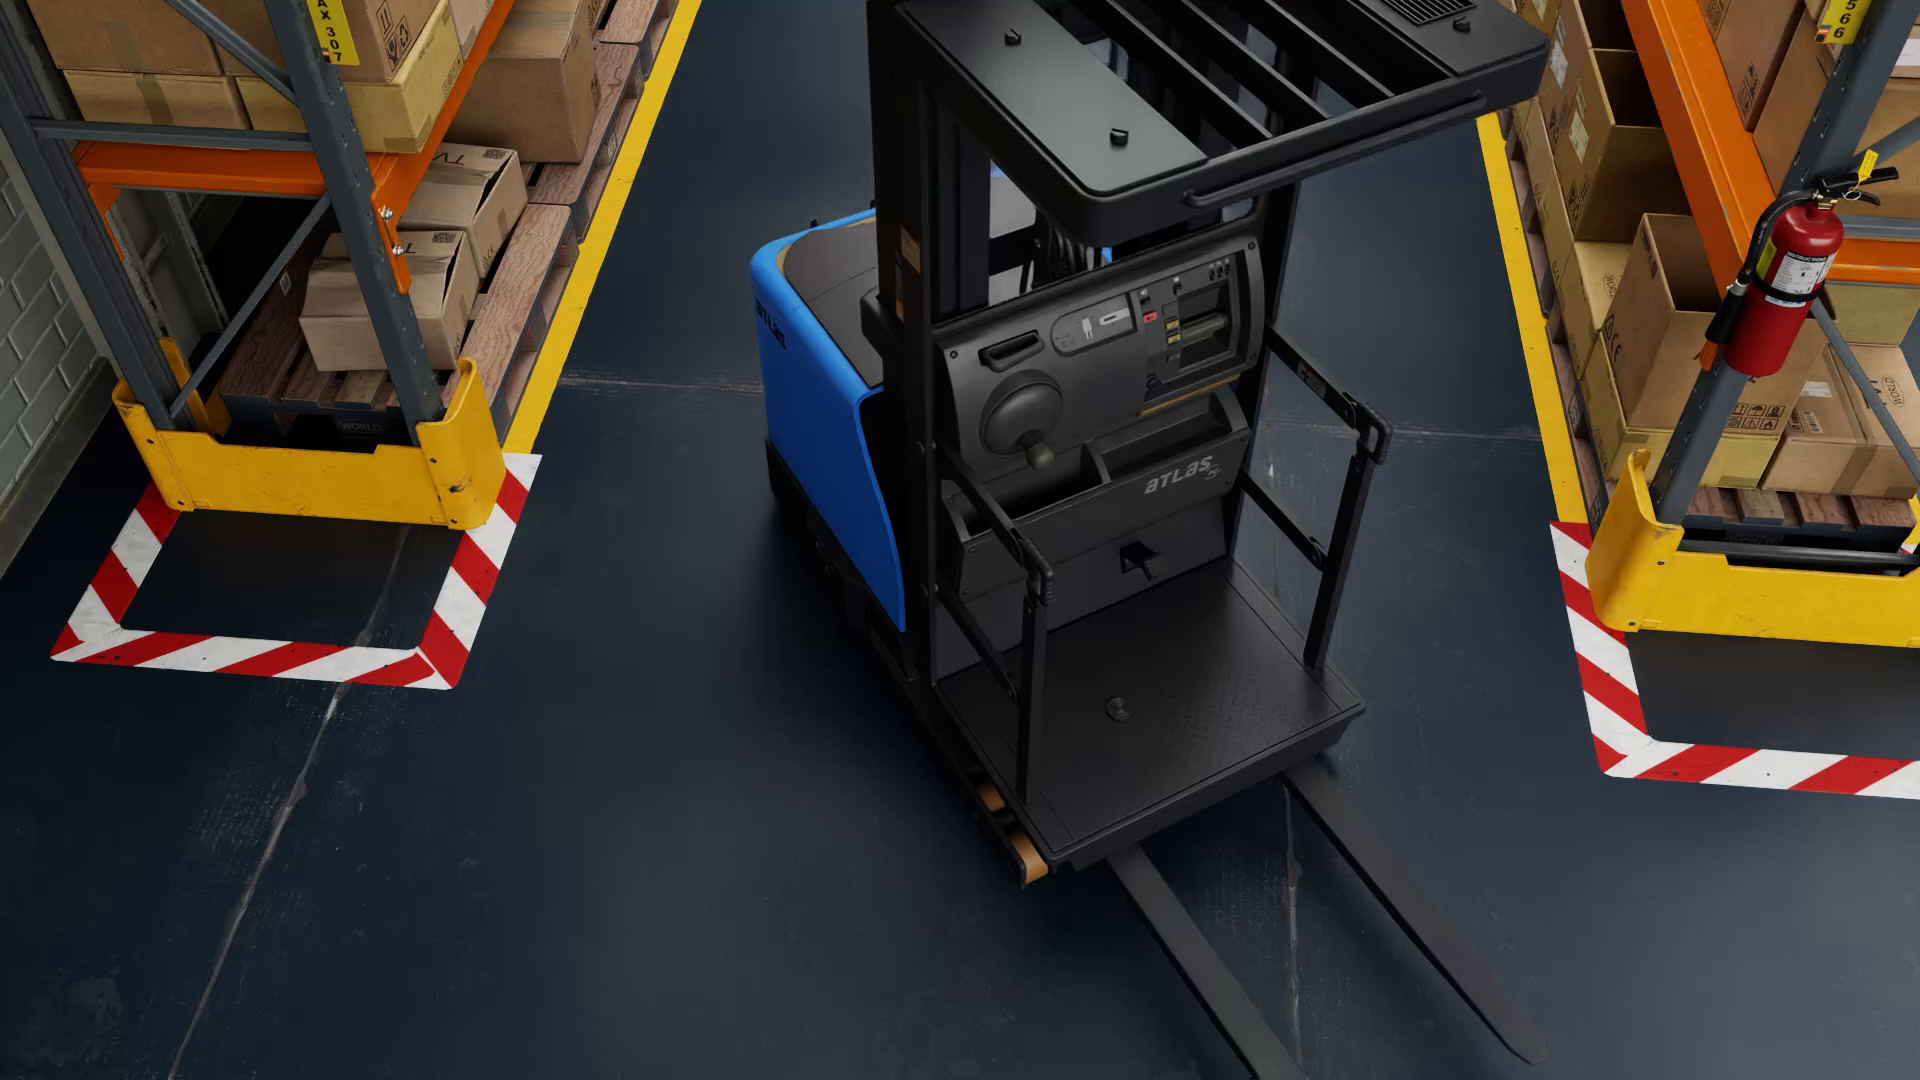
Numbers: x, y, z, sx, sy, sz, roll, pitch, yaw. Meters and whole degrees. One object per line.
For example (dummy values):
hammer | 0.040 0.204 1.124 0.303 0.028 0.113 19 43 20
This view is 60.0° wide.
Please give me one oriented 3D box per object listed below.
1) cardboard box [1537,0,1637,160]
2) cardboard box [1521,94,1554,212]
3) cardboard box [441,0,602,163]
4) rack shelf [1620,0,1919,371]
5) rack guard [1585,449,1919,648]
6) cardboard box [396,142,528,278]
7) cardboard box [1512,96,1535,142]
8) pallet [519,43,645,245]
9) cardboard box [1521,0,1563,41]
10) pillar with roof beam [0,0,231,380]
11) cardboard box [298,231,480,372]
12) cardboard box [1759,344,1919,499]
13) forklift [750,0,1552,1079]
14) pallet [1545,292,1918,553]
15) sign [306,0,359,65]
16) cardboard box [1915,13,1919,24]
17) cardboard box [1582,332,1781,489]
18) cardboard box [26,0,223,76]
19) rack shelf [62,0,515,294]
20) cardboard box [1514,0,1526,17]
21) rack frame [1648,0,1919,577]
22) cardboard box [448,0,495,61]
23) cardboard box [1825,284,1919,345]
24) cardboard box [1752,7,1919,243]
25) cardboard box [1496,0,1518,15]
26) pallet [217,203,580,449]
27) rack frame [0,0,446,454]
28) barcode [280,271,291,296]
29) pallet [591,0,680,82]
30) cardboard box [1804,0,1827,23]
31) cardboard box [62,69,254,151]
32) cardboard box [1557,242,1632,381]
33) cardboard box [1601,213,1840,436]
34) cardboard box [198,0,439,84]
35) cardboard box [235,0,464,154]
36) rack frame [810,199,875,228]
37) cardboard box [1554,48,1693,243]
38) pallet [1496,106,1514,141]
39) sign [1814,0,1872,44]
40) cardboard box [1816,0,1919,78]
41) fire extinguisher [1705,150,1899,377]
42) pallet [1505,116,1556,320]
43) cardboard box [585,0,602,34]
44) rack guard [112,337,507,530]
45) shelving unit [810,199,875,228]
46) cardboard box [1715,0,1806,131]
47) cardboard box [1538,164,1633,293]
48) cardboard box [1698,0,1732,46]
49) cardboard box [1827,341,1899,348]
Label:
cardboard box | 2.581 -1.807 6.441 0.500 0.500 0.500 4 48 4
cardboard box | 2.585 -1.554 6.717 0.500 0.250 0.500 4 48 4
cardboard box | -1.907 -1.916 6.865 0.700 0.500 0.500 1 48 1
rack shelf | 2.887 -2.050 6.080 1.077 0.370 4.000 4 48 4
rack guard | 2.703 0.038 5.377 1.175 0.500 0.348 4 48 4
cardboard box | -2.024 -1.316 6.445 0.500 0.311 0.500 7 48 7
cardboard box | 2.624 -1.922 7.054 0.500 0.250 0.500 4 48 4
pallet | -1.998 -1.757 7.214 1.003 0.211 1.213 4 48 4
cardboard box | 2.625 -2.175 6.777 0.500 0.500 0.500 4 48 4
pillar with roof beam | 1.261 -3.462 2.818 9.100 9.000 0.400 4 48 4
cardboard box | -2.076 -0.897 6.062 0.500 0.311 0.500 -1 48 -1
cardboard box | 2.976 -0.416 5.677 0.500 0.250 0.500 4 48 4
forklift | 0.486 -0.383 4.114 1.130 2.935 3.031 -22 51 -19
pallet | 2.733 -0.447 6.016 1.003 0.211 1.213 4 48 4
sign | -1.688 -1.410 4.420 0.100 0.325 0.005 4 48 4
cardboard box | 2.765 -1.676 4.303 0.700 0.500 0.500 4 48 4
cardboard box | 2.460 -0.451 5.709 0.500 0.250 0.500 4 48 4
cardboard box | -2.397 -1.724 4.874 0.500 0.500 0.500 3 48 3
rack shelf | -2.046 -2.381 6.382 1.077 0.370 4.000 4 48 4
cardboard box | 2.678 -2.542 7.113 0.500 0.500 0.500 4 48 4
rack frame | 2.705 -0.823 4.470 1.000 3.000 0.127 4 48 4
cardboard box | -1.835 -1.830 5.479 0.500 0.250 0.500 3 48 2
cardboard box | 3.019 -1.037 5.736 0.500 0.500 0.500 4 48 4
cardboard box | 2.760 -1.199 4.746 0.700 0.500 0.500 4 48 4
cardboard box | 2.675 -2.289 7.390 0.500 0.250 0.500 4 48 4
pallet | -2.112 -0.863 6.396 1.003 0.211 1.213 4 48 4
rack frame | -2.228 -1.154 4.772 1.000 3.000 0.127 4 48 4
barcode | -2.472 -0.940 6.095 0.001 0.075 0.075 4 48 4
pallet | -1.890 -2.656 8.036 1.003 0.211 1.213 4 48 4
cardboard box | 2.573 -1.562 4.639 0.380 0.149 0.250 5 48 5
cardboard box | -2.379 -1.466 5.147 0.500 0.250 0.500 4 48 4
cardboard box | 2.493 -0.819 6.045 0.500 0.250 0.500 4 48 4
cardboard box | 2.458 -0.704 5.432 0.500 0.500 0.500 4 48 4
cardboard box | -1.885 -1.694 4.846 0.500 0.500 0.500 4 48 4
cardboard box | -1.868 -1.447 5.129 0.500 0.250 0.500 3 48 2
rack frame | -0.388 -0.795 5.868 0.240 0.900 0.006 -22 51 -19
cardboard box | 2.534 -1.440 6.105 0.500 0.500 0.500 4 48 4
pallet | 2.955 -2.240 7.656 1.003 0.211 1.213 4 48 4
sign | 2.166 -1.341 3.998 0.100 0.325 0.005 4 48 4
cardboard box | 2.550 -1.370 4.463 0.380 0.149 0.250 3 48 3
fire extinguisher | 2.232 -0.742 4.448 0.296 0.674 0.183 4 48 4
pallet | 2.847 -1.341 6.833 1.003 0.211 1.213 4 48 4
cardboard box | -1.919 -2.633 7.521 0.500 0.500 0.500 1 48 1
rack guard | -2.221 -0.366 5.746 1.175 0.500 0.348 4 48 4
shelving unit | -0.339 -0.730 5.808 0.258 0.900 0.210 -22 51 -19
cardboard box | 2.803 -1.586 5.100 0.700 0.500 0.500 5 48 5
cardboard box | 2.537 -1.187 6.381 0.500 0.250 0.500 4 48 4
cardboard box | 2.854 -1.950 5.433 0.700 0.500 0.500 4 48 4
cardboard box | 3.017 -0.784 6.013 0.500 0.250 0.500 4 48 4
